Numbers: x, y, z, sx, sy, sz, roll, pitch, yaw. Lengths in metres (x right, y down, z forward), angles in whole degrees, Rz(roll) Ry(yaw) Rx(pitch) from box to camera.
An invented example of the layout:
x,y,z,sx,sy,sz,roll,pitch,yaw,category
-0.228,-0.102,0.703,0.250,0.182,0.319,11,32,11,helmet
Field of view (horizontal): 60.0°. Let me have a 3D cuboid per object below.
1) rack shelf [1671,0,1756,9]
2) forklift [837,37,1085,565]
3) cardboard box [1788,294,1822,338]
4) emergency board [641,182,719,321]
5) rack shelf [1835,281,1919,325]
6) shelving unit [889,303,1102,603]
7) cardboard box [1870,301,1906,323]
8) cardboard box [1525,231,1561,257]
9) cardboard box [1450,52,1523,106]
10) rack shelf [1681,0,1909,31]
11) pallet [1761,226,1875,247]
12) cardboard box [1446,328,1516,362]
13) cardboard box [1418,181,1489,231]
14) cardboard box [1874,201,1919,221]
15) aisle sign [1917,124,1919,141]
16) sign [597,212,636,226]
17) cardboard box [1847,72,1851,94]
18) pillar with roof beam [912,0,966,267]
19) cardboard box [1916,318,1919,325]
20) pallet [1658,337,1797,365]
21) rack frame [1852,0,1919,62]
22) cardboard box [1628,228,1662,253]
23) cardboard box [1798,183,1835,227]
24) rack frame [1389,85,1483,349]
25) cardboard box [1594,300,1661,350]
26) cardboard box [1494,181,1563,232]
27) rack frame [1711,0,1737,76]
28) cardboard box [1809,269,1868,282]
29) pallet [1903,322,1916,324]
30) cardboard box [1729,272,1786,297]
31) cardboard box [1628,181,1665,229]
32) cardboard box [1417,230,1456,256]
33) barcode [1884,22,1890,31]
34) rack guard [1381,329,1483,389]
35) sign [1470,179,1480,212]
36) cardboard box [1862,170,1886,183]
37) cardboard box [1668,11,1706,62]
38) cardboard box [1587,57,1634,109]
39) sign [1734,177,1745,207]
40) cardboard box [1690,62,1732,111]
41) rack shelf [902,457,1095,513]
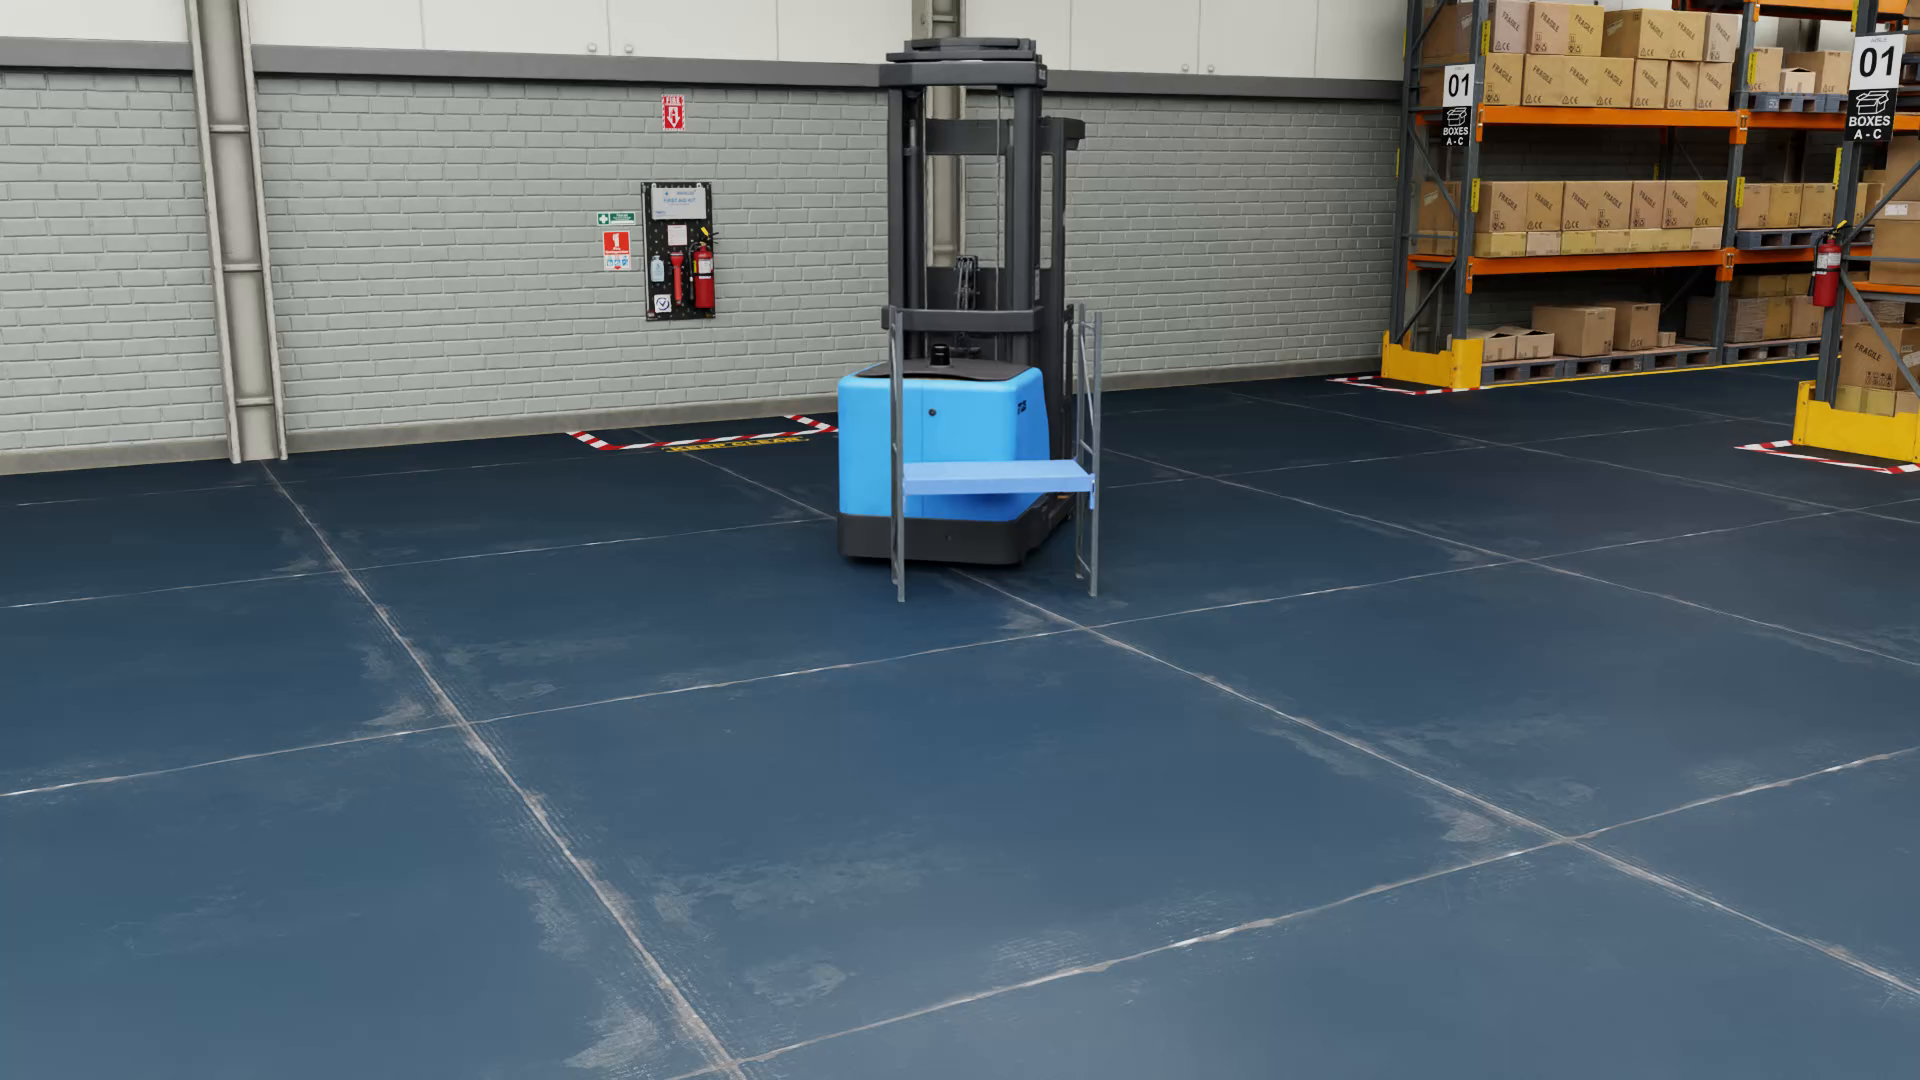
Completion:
x,y,z,sx,sy,sz,roll,pitch,yaw,category
6.632,-5.906,17.503,4.000,0.370,1.077,-7,14,-28,rack shelf
0.157,-1.568,10.401,1.130,2.935,3.031,3,13,14,forklift
9.922,-2.728,20.090,0.500,0.500,0.700,-7,14,-27,cardboard box
-2.378,-2.478,14.288,0.643,1.169,0.194,-7,14,-28,emergency board
9.008,-2.027,13.921,4.000,0.370,1.077,-7,14,-28,rack shelf
0.173,-0.470,8.782,1.048,1.500,0.538,-1,13,-6,shelving unit
11.291,-2.872,20.732,0.500,0.500,0.700,-7,14,-27,cardboard box
5.905,-3.106,17.373,0.500,0.250,0.500,-7,15,-30,cardboard box
5.289,-4.630,16.747,0.500,0.500,0.500,-6,14,-26,cardboard box
10.142,-6.133,19.417,4.000,0.370,1.077,-7,14,-28,rack shelf
10.180,-3.653,19.948,1.213,0.211,1.003,-7,14,-28,pallet
5.526,-2.080,17.641,0.500,0.311,0.500,-9,15,-34,cardboard box
5.188,-3.515,17.482,0.500,0.500,0.500,-7,14,-28,cardboard box
7.497,-2.609,13.167,0.250,0.149,0.380,-7,15,-29,cardboard box
7.342,-3.370,12.329,0.004,0.787,0.394,-7,14,-28,aisle sign
-2.904,-2.714,14.051,0.331,0.109,0.001,-7,14,-28,sign
10.716,-5.368,20.018,0.637,0.503,0.797,-5,14,-20,cardboard box
1.872,-4.828,11.066,0.400,9.000,9.100,-7,14,-28,pillar with roof beam
8.452,-1.618,14.067,0.500,0.500,0.500,-7,14,-28,cardboard box
9.070,-2.264,19.689,1.213,0.211,1.003,-7,14,-28,pallet
7.253,-5.094,12.249,0.127,3.000,1.000,-7,14,-28,rack frame
7.241,-3.264,18.077,0.500,0.250,0.500,-7,14,-28,cardboard box
9.907,-3.985,19.757,0.500,0.500,0.700,-5,14,-20,cardboard box
4.876,-3.122,17.148,0.127,3.000,1.000,-7,14,-28,rack frame
7.495,-2.421,18.724,0.500,0.500,0.500,-8,15,-32,cardboard box
5.878,-3.466,17.268,0.500,0.500,0.500,-7,14,-28,cardboard box
8.389,-6.469,18.356,0.053,2.616,0.949,-7,14,-28,rack frame
10.761,-3.190,20.437,0.500,0.250,0.500,-7,14,-27,cardboard box
12.626,-2.671,21.498,1.213,0.211,1.003,-7,14,-28,pallet
9.410,-3.031,19.729,0.500,0.250,0.500,-7,15,-29,cardboard box
7.238,-3.631,17.999,0.500,0.500,0.500,-7,15,-29,cardboard box
5.193,-3.145,17.547,0.500,0.250,0.500,-7,14,-27,cardboard box
7.287,-4.039,13.069,0.075,0.075,0.001,-7,14,-28,barcode
4.943,-1.910,17.458,0.348,0.500,1.175,-7,14,-28,rack guard
5.136,-3.439,16.588,0.005,0.325,0.100,-7,14,-28,sign
11.334,-4.464,20.407,0.250,0.149,0.380,-10,16,-37,cardboard box
7.599,-5.387,17.832,0.500,0.500,0.500,-6,14,-25,cardboard box
6.692,-4.796,17.483,0.500,0.500,0.500,-6,14,-24,cardboard box
8.654,-3.861,18.461,0.005,0.325,0.100,-7,14,-28,sign
8.060,-4.963,18.226,0.500,0.500,0.500,-6,14,-26,cardboard box
0.173,-0.295,8.822,1.000,0.185,0.538,-1,13,-6,rack shelf
